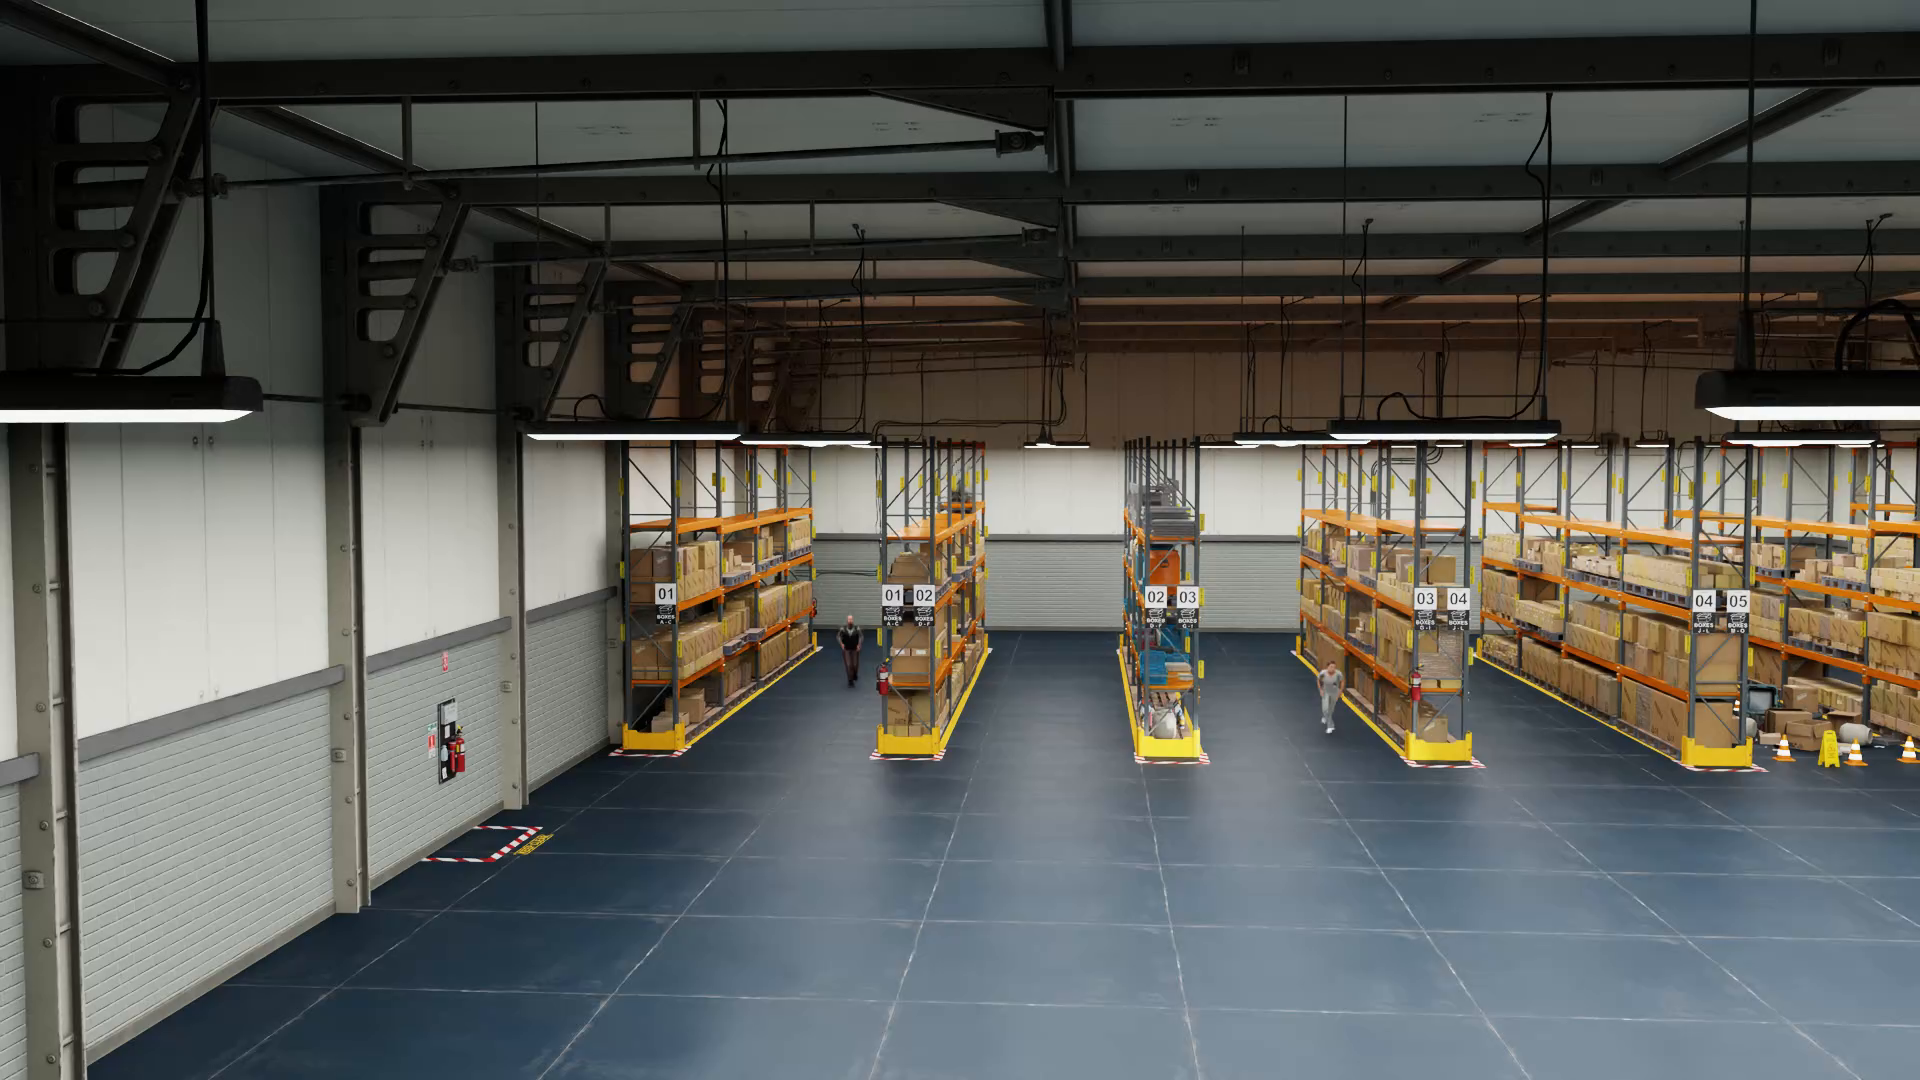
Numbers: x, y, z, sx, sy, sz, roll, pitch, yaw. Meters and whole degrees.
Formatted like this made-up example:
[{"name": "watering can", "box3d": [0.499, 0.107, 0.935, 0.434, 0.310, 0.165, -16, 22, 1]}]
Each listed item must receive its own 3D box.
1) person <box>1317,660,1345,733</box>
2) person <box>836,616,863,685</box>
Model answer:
[{"name": "person", "box3d": [7.581, 3.165, 34.051, 0.567, 1.518, 0.964, 0, 3, 8]}, {"name": "person", "box3d": [-2.706, 2.699, 40.833, 0.668, 1.686, 0.585, 0, 3, -4]}]
